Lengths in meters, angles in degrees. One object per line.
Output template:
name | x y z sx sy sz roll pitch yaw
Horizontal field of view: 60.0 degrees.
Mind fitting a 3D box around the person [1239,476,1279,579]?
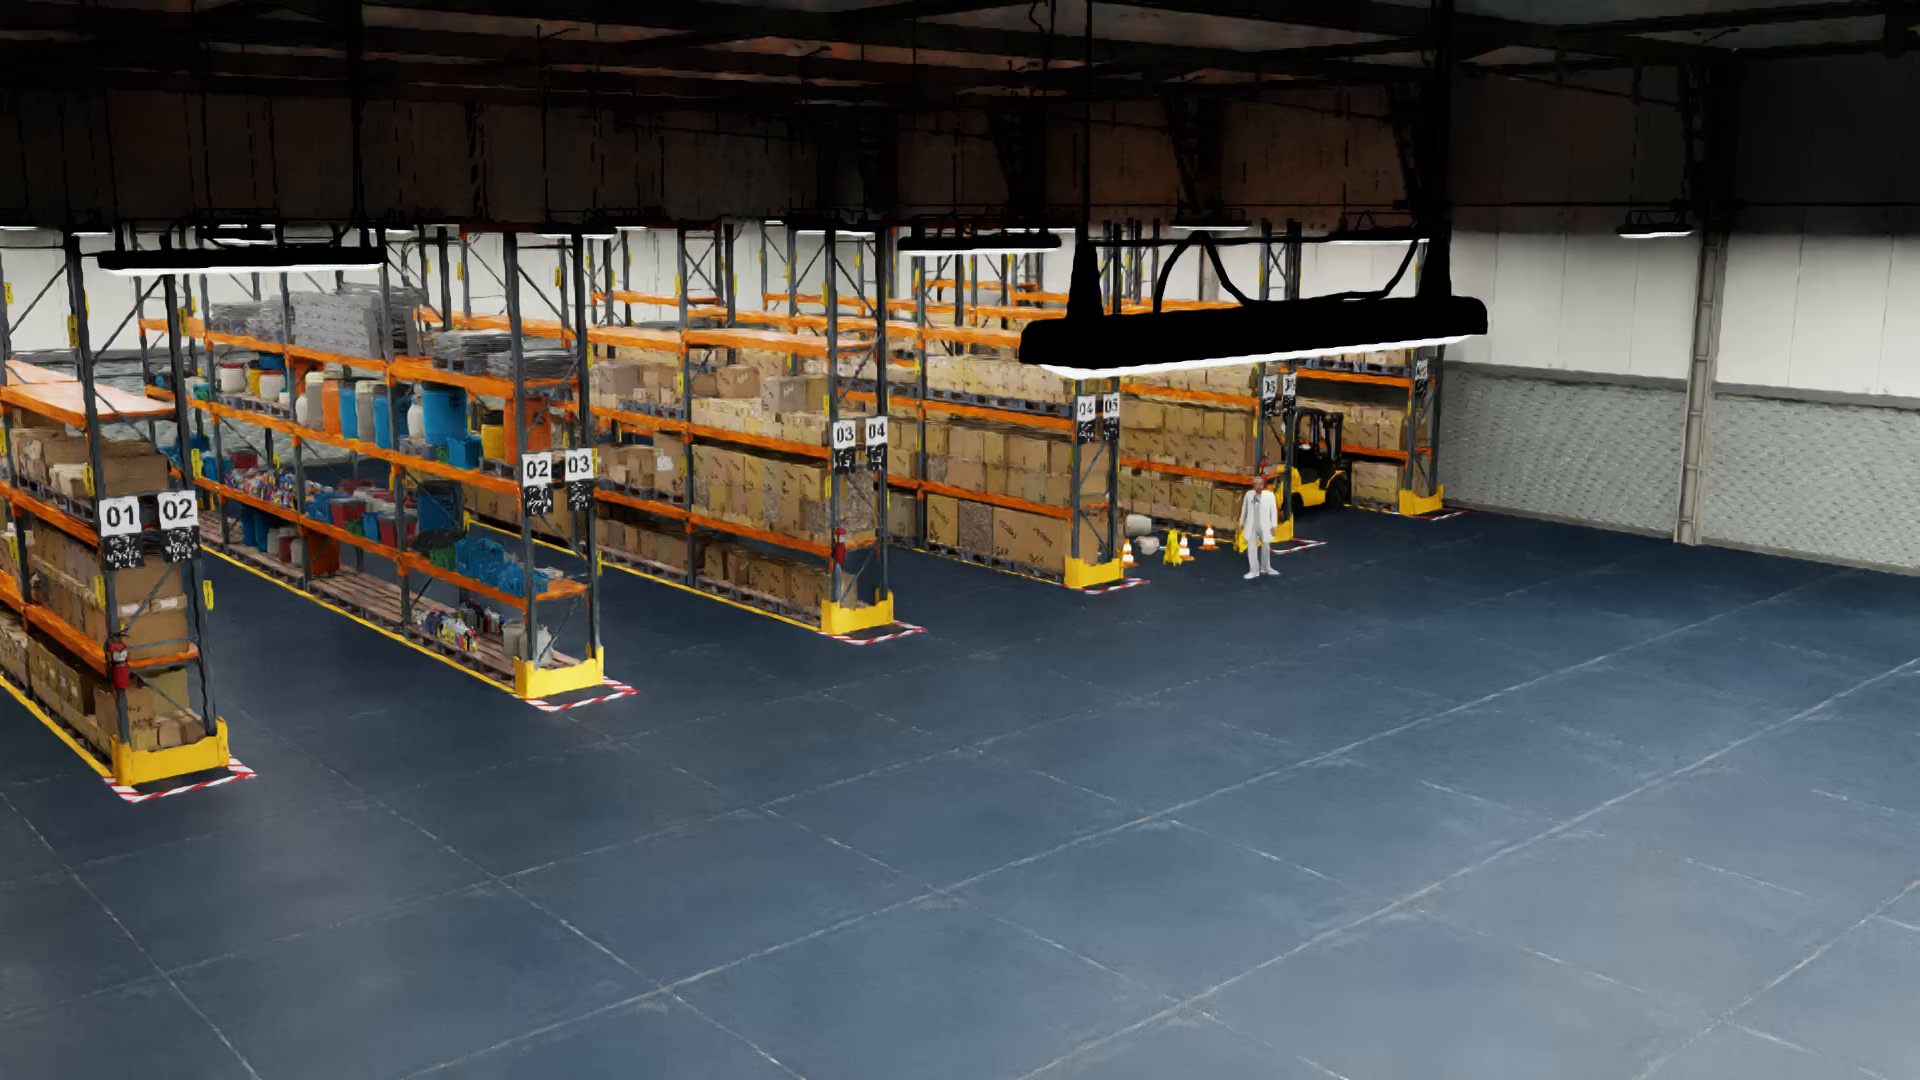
person | 5.154 -0.237 28.607 0.691 1.773 0.587 4 12 20
